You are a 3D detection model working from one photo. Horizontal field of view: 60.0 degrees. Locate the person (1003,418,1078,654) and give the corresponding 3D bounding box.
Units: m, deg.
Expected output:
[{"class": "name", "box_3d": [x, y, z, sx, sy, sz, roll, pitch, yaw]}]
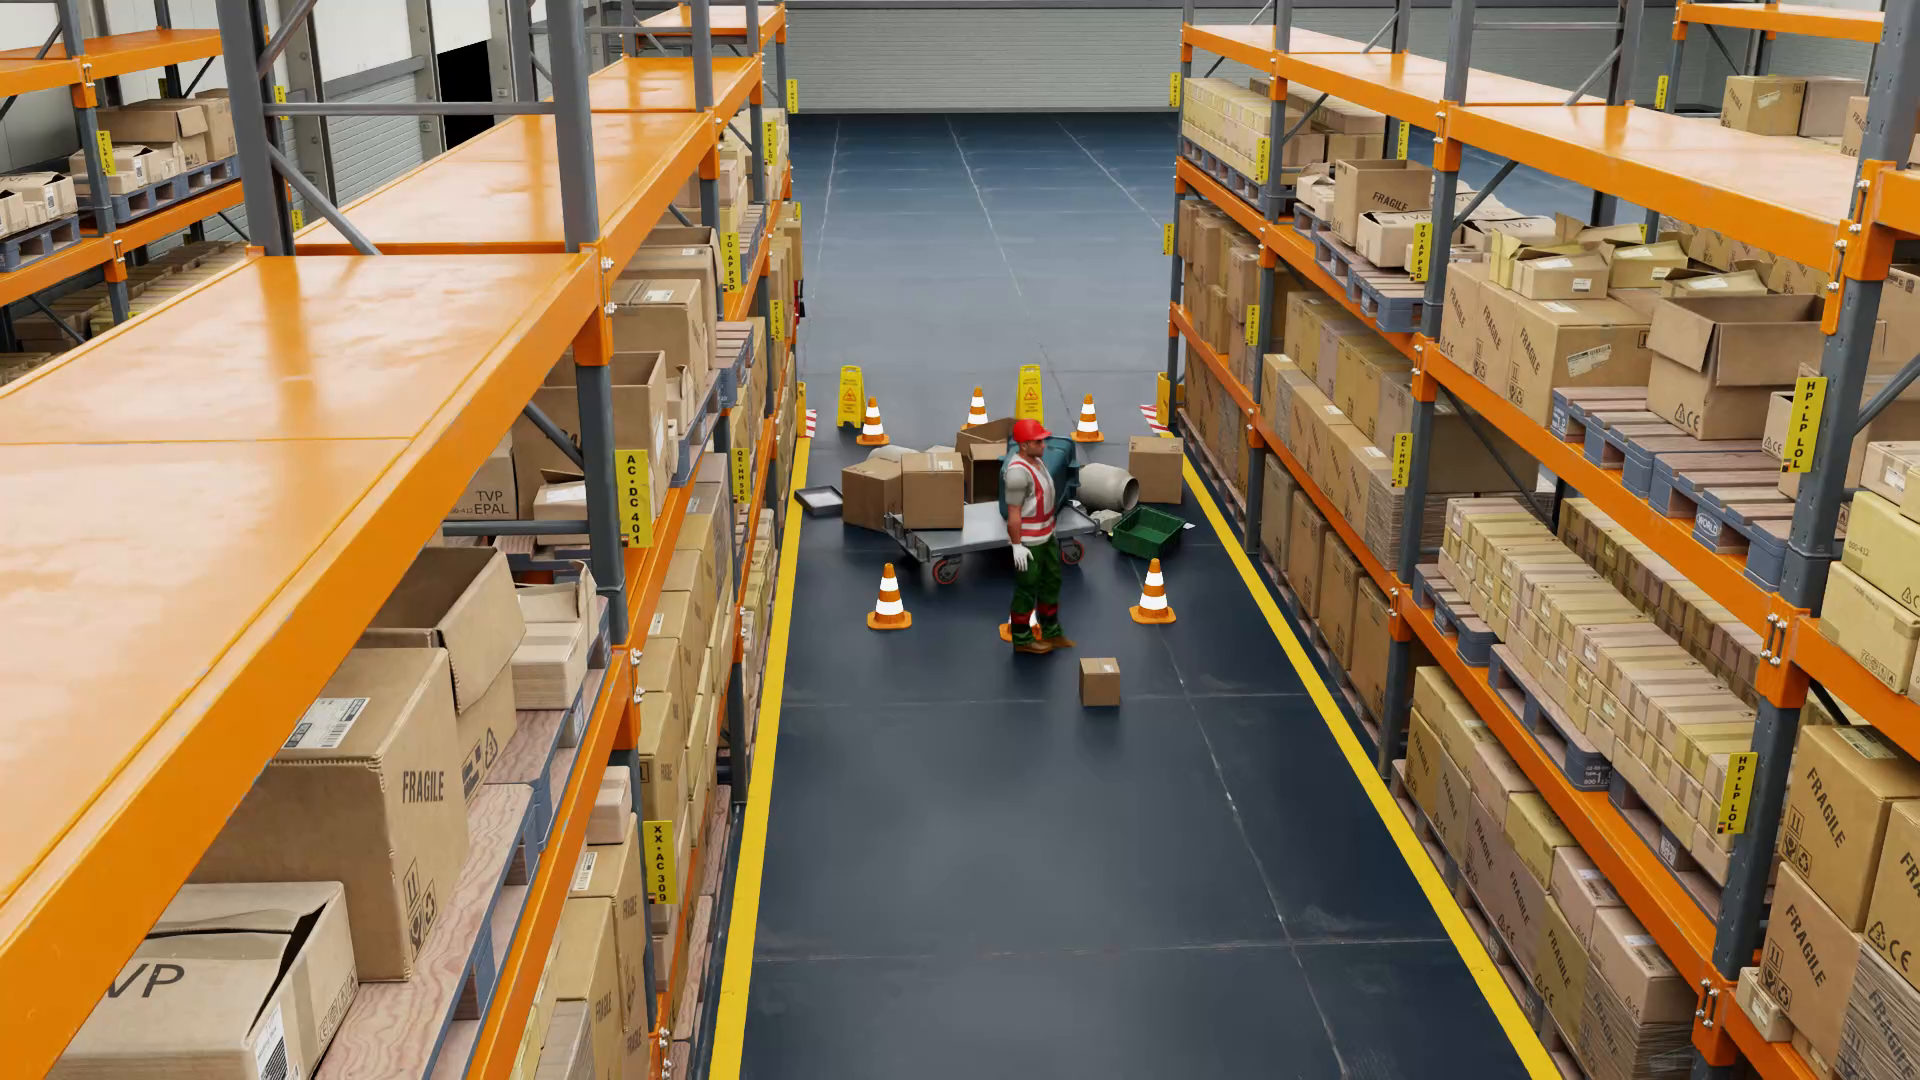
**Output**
[{"class": "person", "box_3d": [0.581, 0.013, 11.913, 0.480, 1.838, 0.581, 7, 21, 17]}]
